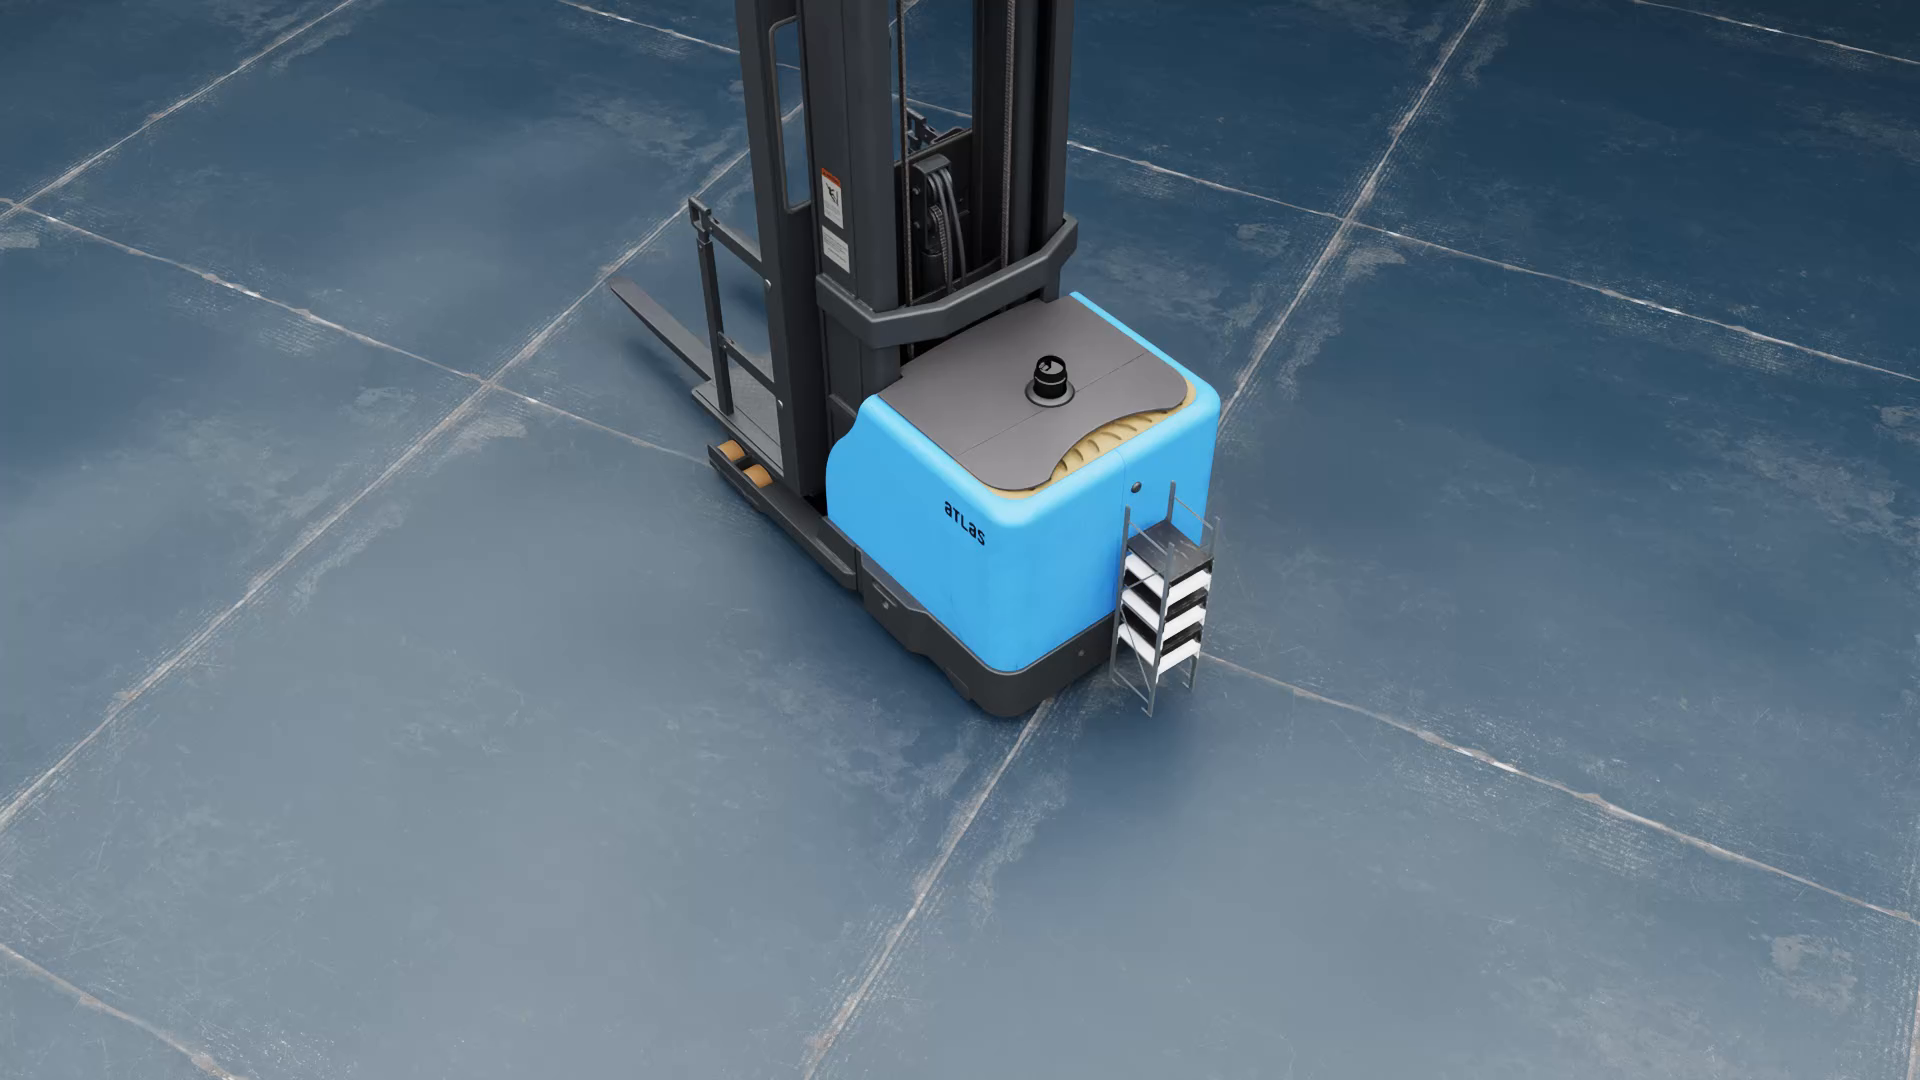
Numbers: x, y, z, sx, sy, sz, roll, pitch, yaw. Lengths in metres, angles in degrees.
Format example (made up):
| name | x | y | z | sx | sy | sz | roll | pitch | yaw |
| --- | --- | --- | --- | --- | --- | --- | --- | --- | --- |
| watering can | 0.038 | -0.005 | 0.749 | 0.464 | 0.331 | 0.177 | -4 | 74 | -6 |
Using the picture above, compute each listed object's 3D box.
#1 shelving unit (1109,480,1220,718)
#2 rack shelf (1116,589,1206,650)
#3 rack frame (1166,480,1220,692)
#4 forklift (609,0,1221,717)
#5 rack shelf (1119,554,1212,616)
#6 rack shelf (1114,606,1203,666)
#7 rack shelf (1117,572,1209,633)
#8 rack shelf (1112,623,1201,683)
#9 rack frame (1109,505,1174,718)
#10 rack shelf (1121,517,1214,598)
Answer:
| name | x | y | z | sx | sy | sz | roll | pitch | yaw |
| --- | --- | --- | --- | --- | --- | --- | --- | --- | --- |
| shelving unit | 0.713 | 0.223 | 5.897 | 0.210 | 0.900 | 0.258 | -28 | 51 | -25 |
| rack shelf | 0.713 | 0.247 | 5.920 | 0.200 | 0.077 | 0.258 | -28 | 51 | -25 |
| rack frame | 0.795 | 0.180 | 5.939 | 0.006 | 0.900 | 0.240 | -28 | 51 | -25 |
| forklift | -0.397 | -1.377 | 6.051 | 1.130 | 2.935 | 3.031 | -30 | 53 | -26 |
| rack shelf | 0.713 | 0.120 | 5.792 | 0.200 | 0.077 | 0.258 | -28 | 51 | -25 |
| rack shelf | 0.713 | 0.310 | 5.984 | 0.200 | 0.077 | 0.258 | -28 | 51 | -25 |
| rack shelf | 0.713 | 0.183 | 5.856 | 0.200 | 0.077 | 0.258 | -28 | 51 | -25 |
| rack shelf | 0.713 | 0.373 | 6.048 | 0.200 | 0.077 | 0.258 | -28 | 51 | -25 |
| rack frame | 0.631 | 0.266 | 5.854 | 0.006 | 0.900 | 0.240 | -28 | 51 | -25 |
| rack shelf | 0.713 | 0.057 | 5.728 | 0.200 | 0.077 | 0.258 | -28 | 51 | -25 |
